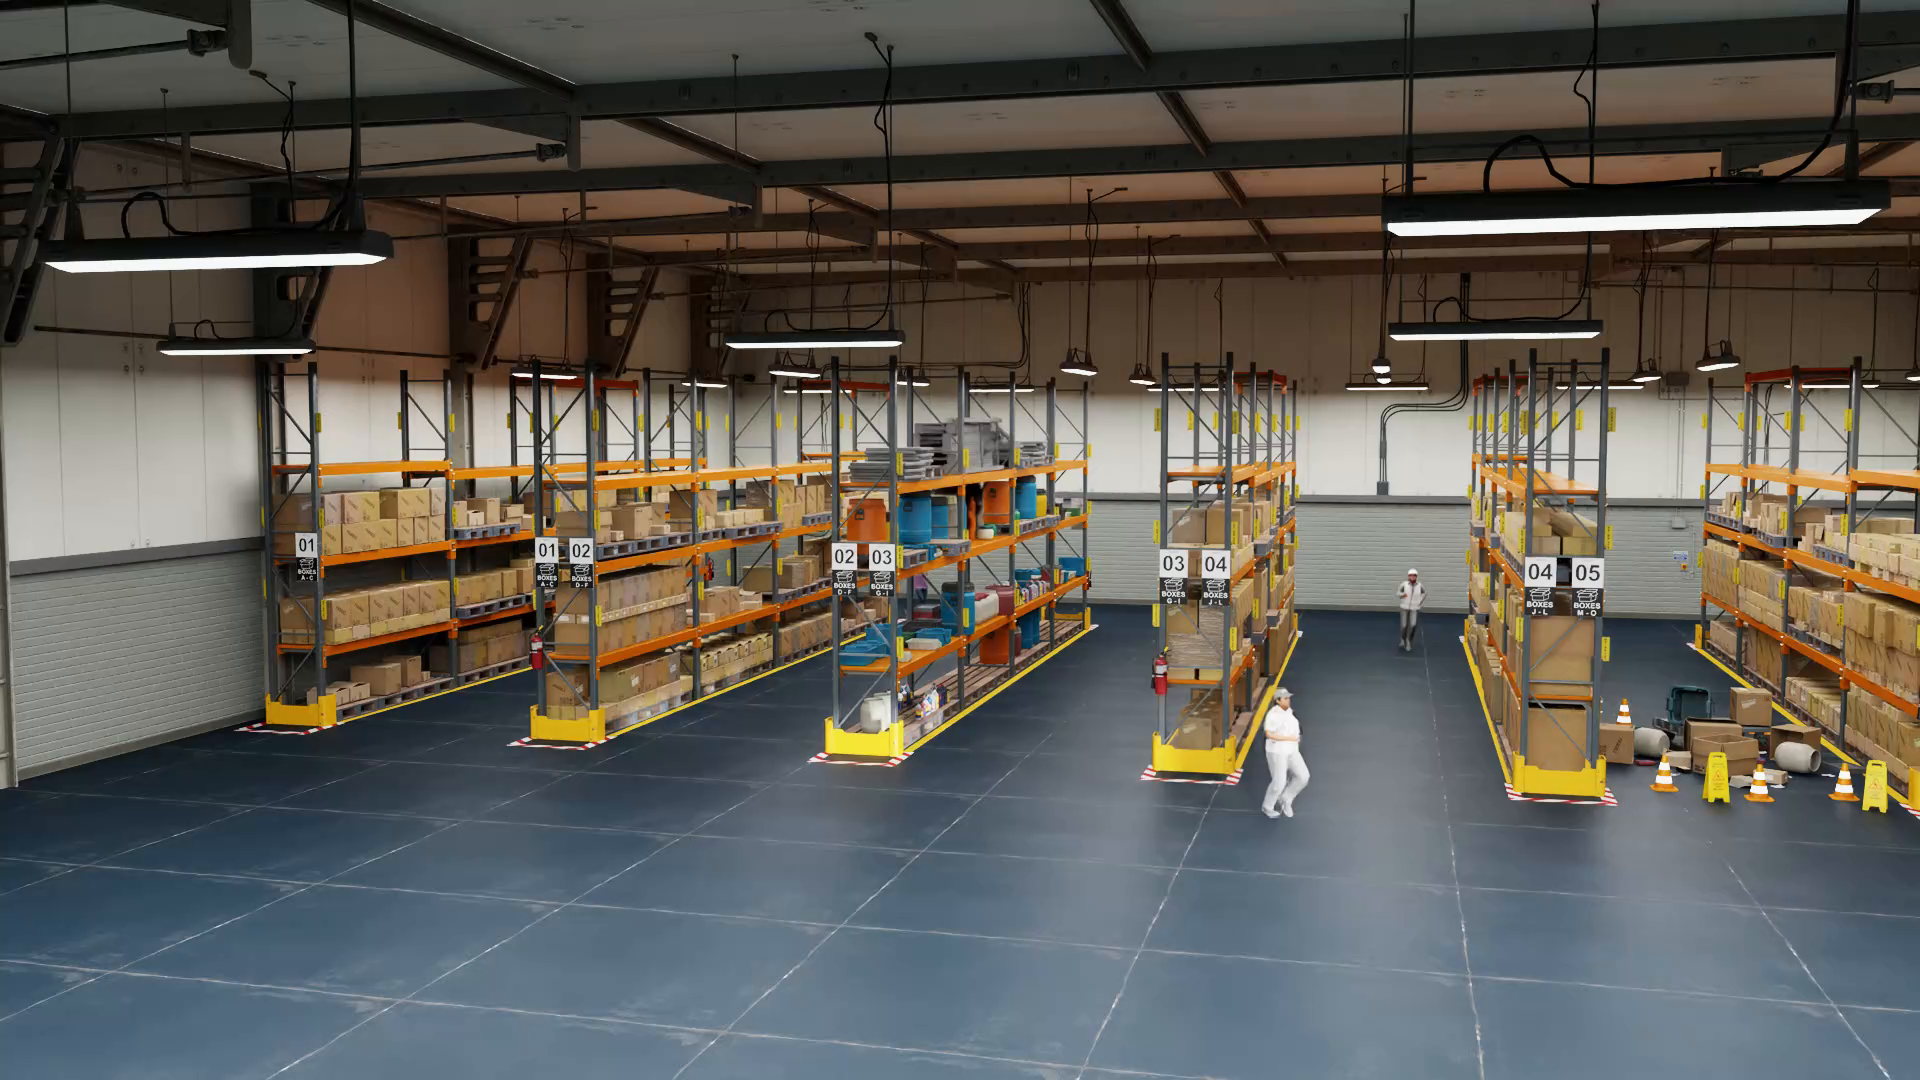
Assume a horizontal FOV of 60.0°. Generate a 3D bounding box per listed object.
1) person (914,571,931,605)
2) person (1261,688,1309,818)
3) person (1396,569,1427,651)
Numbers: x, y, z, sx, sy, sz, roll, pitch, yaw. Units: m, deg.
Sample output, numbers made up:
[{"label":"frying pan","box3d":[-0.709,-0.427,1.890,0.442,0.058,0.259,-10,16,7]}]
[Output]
[{"label":"person","box3d":[-1.013,1.241,42.098,0.546,1.612,0.797,-2,4,-26]},{"label":"person","box3d":[4.085,2.699,20.993,0.667,1.662,0.604,-4,6,-43]},{"label":"person","box3d":[9.961,1.553,36.730,0.657,1.834,0.750,1,4,16]}]
